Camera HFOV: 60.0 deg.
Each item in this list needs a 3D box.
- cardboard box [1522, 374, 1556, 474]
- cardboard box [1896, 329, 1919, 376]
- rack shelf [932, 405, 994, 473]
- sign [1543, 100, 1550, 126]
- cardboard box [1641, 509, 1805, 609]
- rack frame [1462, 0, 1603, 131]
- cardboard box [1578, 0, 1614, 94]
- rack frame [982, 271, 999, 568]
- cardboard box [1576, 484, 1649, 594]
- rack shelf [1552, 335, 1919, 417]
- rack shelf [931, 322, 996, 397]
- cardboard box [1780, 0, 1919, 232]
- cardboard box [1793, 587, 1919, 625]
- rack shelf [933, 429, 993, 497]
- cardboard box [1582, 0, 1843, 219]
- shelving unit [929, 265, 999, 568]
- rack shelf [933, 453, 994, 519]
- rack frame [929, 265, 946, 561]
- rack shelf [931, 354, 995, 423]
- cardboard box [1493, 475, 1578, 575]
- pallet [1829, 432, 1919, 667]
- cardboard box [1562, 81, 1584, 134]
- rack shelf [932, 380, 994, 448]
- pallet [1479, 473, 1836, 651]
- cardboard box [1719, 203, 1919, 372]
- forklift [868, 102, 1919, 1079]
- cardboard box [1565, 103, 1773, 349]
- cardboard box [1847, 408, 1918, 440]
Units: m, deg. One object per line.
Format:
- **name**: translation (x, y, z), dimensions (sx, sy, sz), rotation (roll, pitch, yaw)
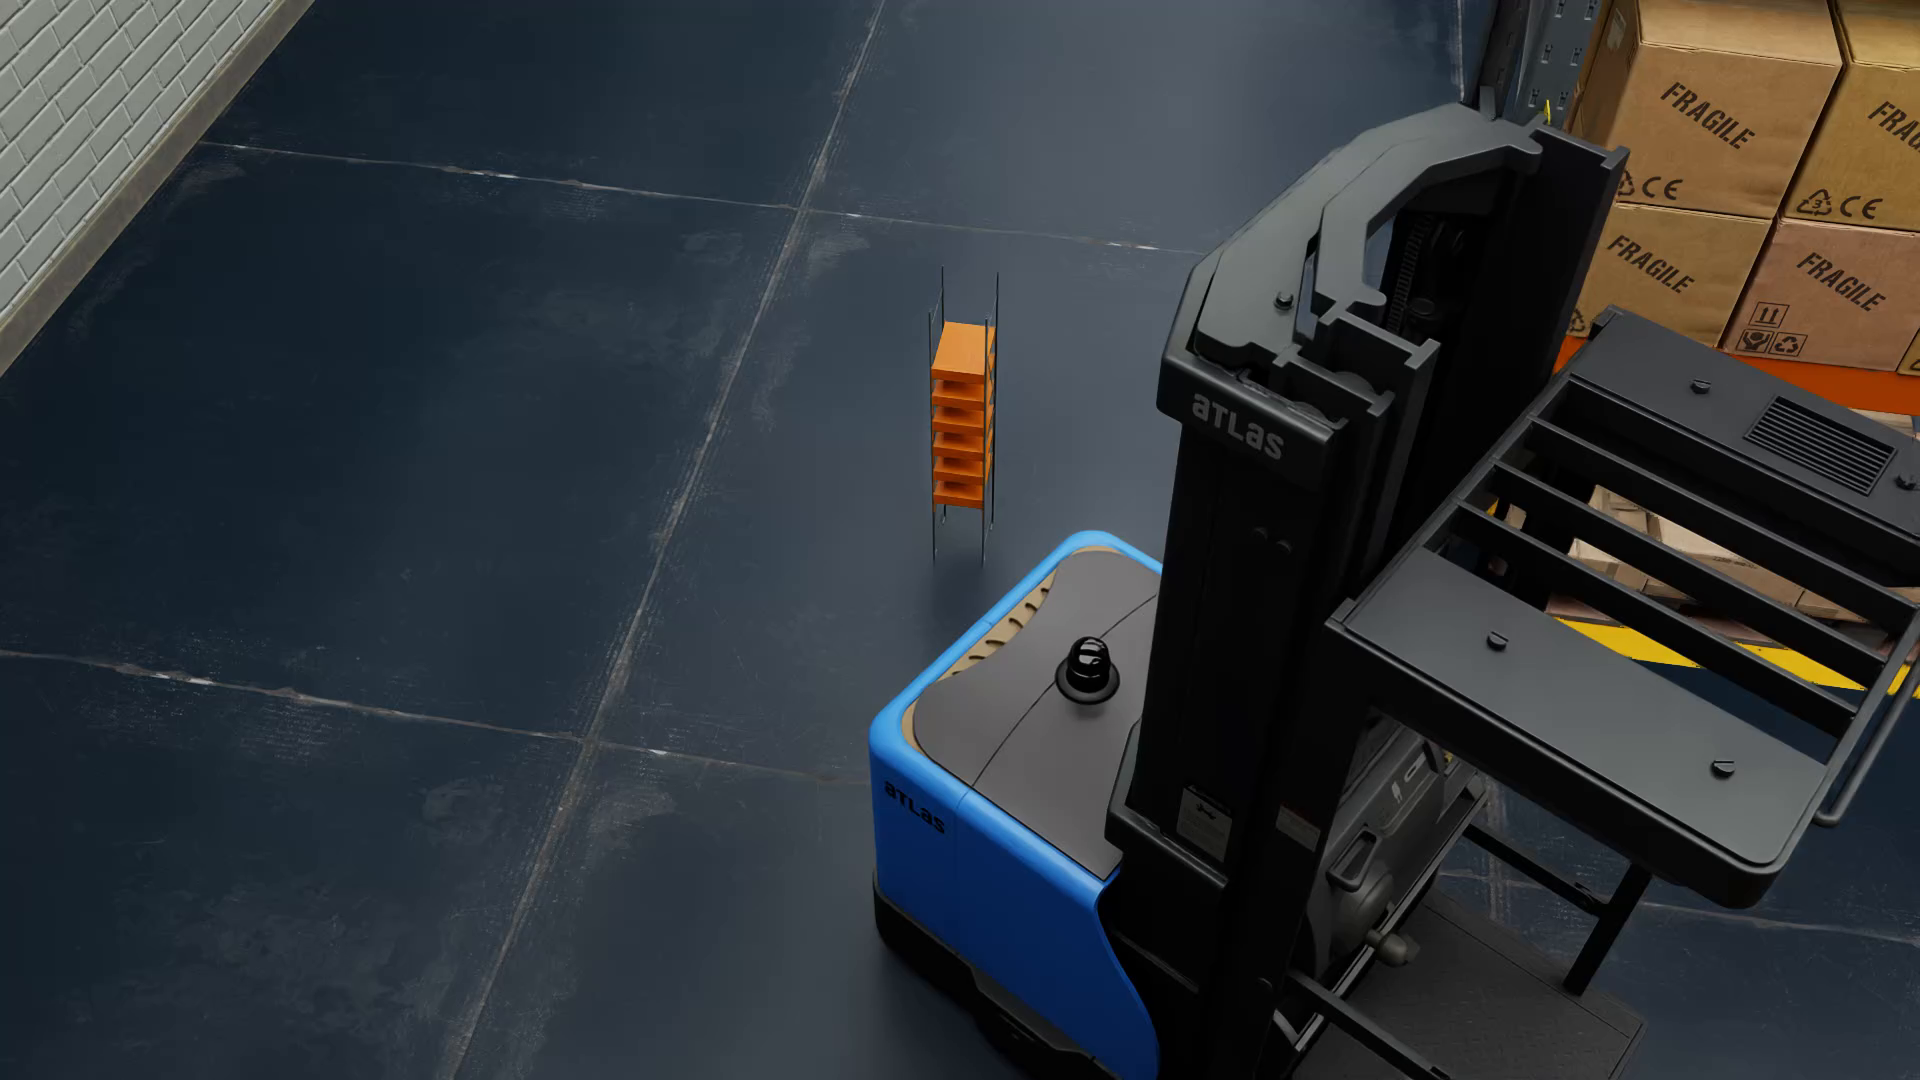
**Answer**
- **cardboard box**: translation (2.260, -0.579, 6.139), dimensions (0.500, 0.500, 0.500), rotation (8, 49, 7)
- **cardboard box**: translation (3.072, -0.808, 4.892), dimensions (0.500, 0.500, 0.500), rotation (8, 49, 7)
- **rack shelf**: translation (0.014, -0.369, 5.835), dimensions (0.180, 0.103, 0.258), rotation (8, 49, 7)
- **sign**: translation (1.584, -1.052, 4.596), dimensions (0.005, 0.325, 0.100), rotation (8, 49, 7)
- **cardboard box**: translation (2.657, -0.042, 5.824), dimensions (0.500, 0.250, 0.500), rotation (8, 49, 7)
- **rack frame**: translation (1.681, -1.159, 5.275), dimensions (0.127, 3.000, 1.000), rotation (8, 49, 7)
- **cardboard box**: translation (2.168, -1.669, 4.994), dimensions (0.500, 0.500, 0.500), rotation (7, 48, 6)
- **rack frame**: translation (0.104, -0.387, 5.791), dimensions (0.006, 1.200, 0.240), rotation (8, 49, 7)
- **cardboard box**: translation (2.278, -0.019, 5.860), dimensions (0.250, 0.166, 0.380), rotation (8, 49, 7)
- **rack shelf**: translation (3.649, -0.654, 5.305), dimensions (4.000, 0.370, 1.077), rotation (8, 49, 7)
- **rack shelf**: translation (0.014, -0.610, 5.567), dimensions (0.180, 0.103, 0.258), rotation (8, 49, 7)
- **cardboard box**: translation (2.586, -1.212, 4.583), dimensions (0.500, 0.500, 0.500), rotation (8, 49, 7)
- **cardboard box**: translation (3.149, 0.024, 5.764), dimensions (0.500, 0.250, 0.500), rotation (8, 49, 7)
- **rack shelf**: translation (0.014, -0.289, 5.924), dimensions (0.180, 0.103, 0.258), rotation (8, 49, 7)
- **cardboard box**: translation (2.070, -1.275, 4.640), dimensions (0.500, 0.500, 0.500), rotation (9, 49, 8)
- **shelving unit**: translation (0.014, -0.399, 5.802), dimensions (0.189, 1.200, 0.258), rotation (8, 49, 7)
- **rack shelf**: translation (0.014, -0.209, 6.014), dimensions (0.180, 0.103, 0.258), rotation (8, 49, 7)
- **rack frame**: translation (-0.076, -0.411, 5.813), dimensions (0.006, 1.200, 0.240), rotation (8, 49, 7)
- **rack shelf**: translation (0.014, -0.530, 5.657), dimensions (0.180, 0.103, 0.258), rotation (8, 49, 7)
- **cardboard box**: translation (2.032, -0.047, 5.896), dimensions (0.250, 0.149, 0.380), rotation (8, 49, 7)
- **pallet**: translation (3.737, 0.051, 6.063), dimensions (1.213, 0.211, 1.003), rotation (8, 49, 7)
- **cardboard box**: translation (2.170, -1.333, 5.364), dimensions (0.500, 0.500, 0.500), rotation (9, 49, 8)
- **rack shelf**: translation (0.014, -0.450, 5.746), dimensions (0.180, 0.103, 0.258), rotation (8, 49, 7)
- **pallet**: translation (2.540, -0.112, 6.209), dimensions (1.213, 0.211, 1.003), rotation (8, 49, 7)
- **cardboard box**: translation (2.579, -0.877, 4.954), dimensions (0.500, 0.500, 0.500), rotation (7, 48, 6)
- **forklift**: translation (1.192, 0.665, 3.682), dimensions (3.031, 2.935, 1.130), rotation (32, 56, 26)
- **cardboard box**: translation (2.070, -0.941, 5.012), dimensions (0.500, 0.500, 0.500), rotation (9, 49, 8)
- **cardboard box**: translation (3.189, -0.348, 6.099), dimensions (0.500, 0.250, 0.500), rotation (8, 49, 7)
